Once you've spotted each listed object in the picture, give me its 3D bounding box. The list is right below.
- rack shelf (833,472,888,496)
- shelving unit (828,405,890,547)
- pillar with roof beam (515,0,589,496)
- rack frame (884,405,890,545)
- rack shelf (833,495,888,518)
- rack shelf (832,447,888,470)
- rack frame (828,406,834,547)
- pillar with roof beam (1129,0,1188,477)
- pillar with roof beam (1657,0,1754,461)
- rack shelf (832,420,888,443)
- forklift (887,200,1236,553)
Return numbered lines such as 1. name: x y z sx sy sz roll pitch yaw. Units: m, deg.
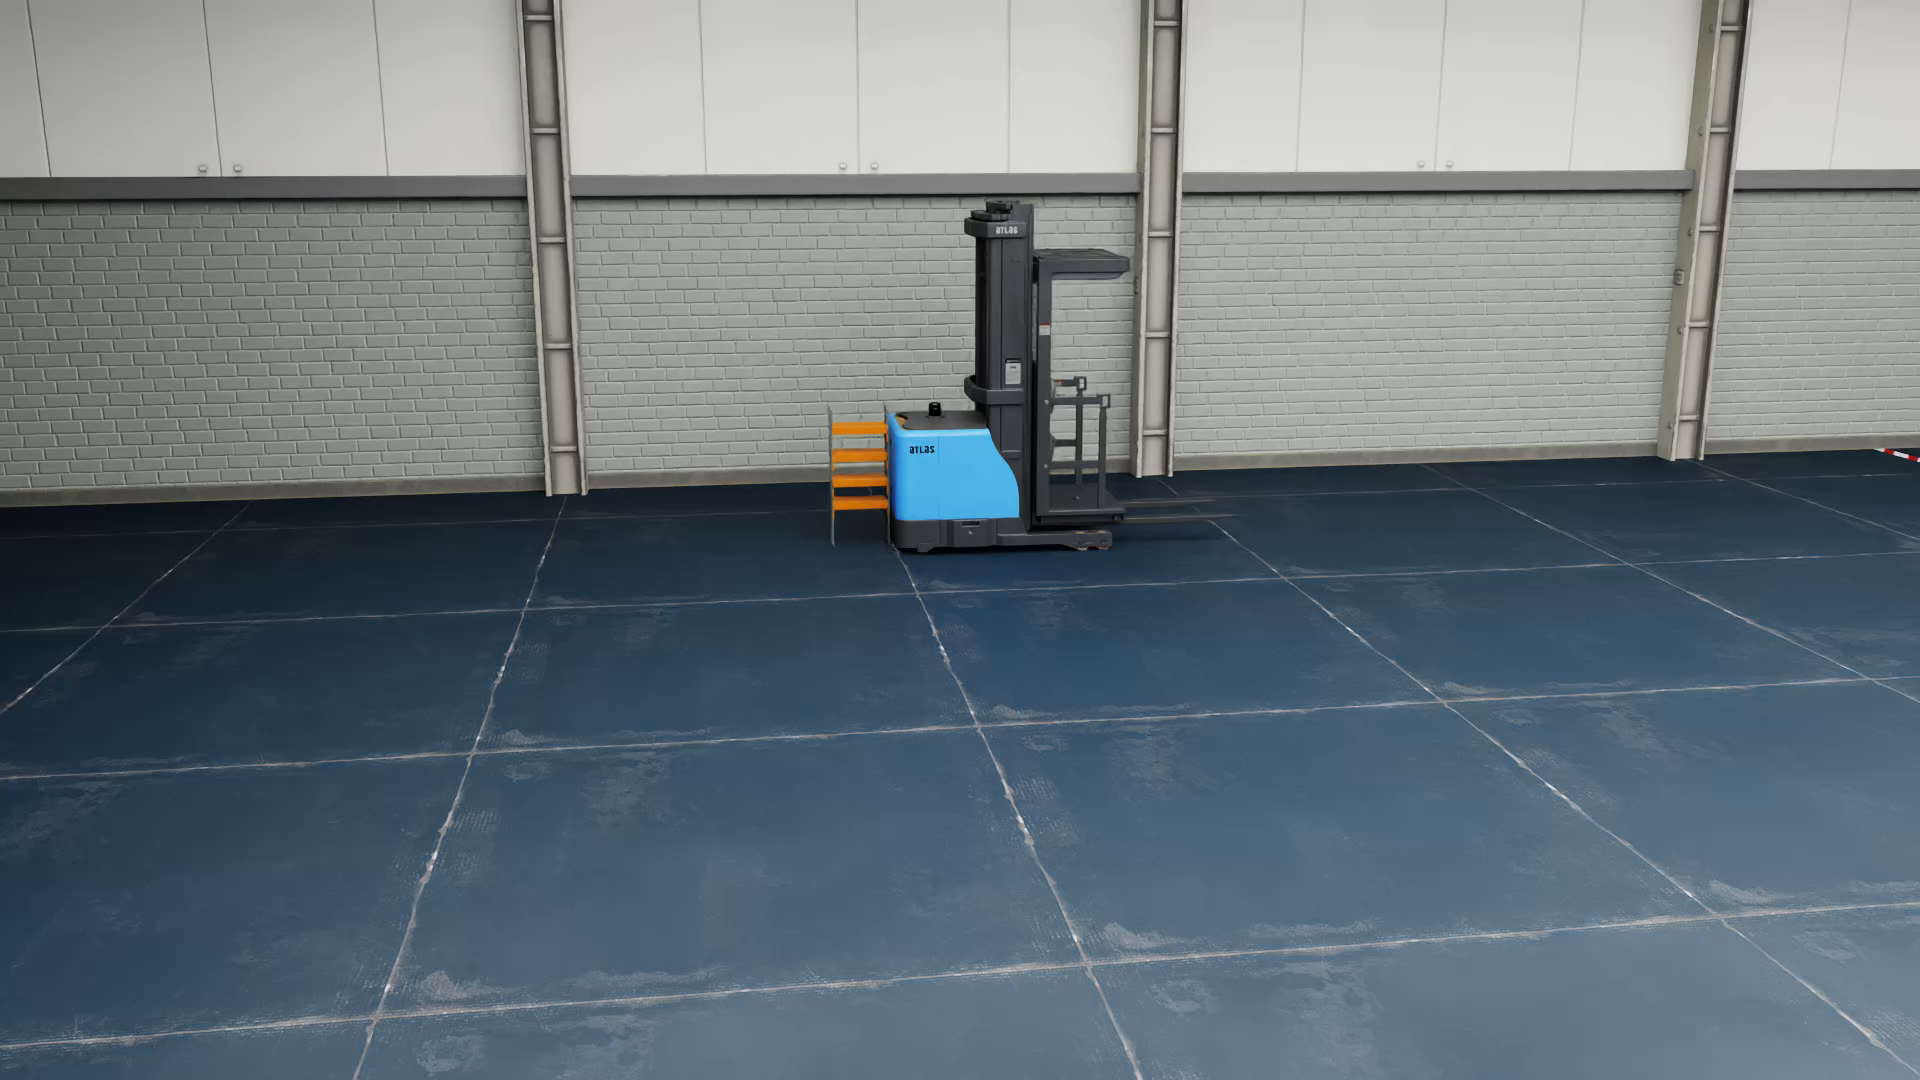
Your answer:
1. rack shelf: -0.876 -0.490 14.487 0.480 0.148 0.258 -2 14 -7
2. shelving unit: -0.876 -0.556 14.471 0.503 1.200 0.258 -2 14 -7
3. pillar with roof beam: -3.283 -3.807 11.402 0.400 9.000 9.100 -2 14 -8
4. rack frame: -0.634 -0.563 14.502 0.015 1.200 0.240 -2 14 -7
5. rack shelf: -0.876 -0.298 14.535 0.480 0.148 0.258 -2 14 -7
6. rack shelf: -0.876 -0.707 14.433 0.480 0.148 0.258 -2 14 -7
7. rack frame: -1.118 -0.548 14.440 0.015 1.200 0.240 -2 14 -7
8. pillar with roof beam: 2.650 -4.024 12.269 0.400 9.000 9.100 -2 14 -8
9. pillar with roof beam: 8.583 -4.242 13.136 0.400 9.000 9.100 -2 14 -8
10. rack shelf: -0.876 -0.937 14.375 0.480 0.148 0.258 -2 14 -7
11. forklift: 0.888 -1.453 14.490 3.031 2.935 1.130 -2 14 -7
